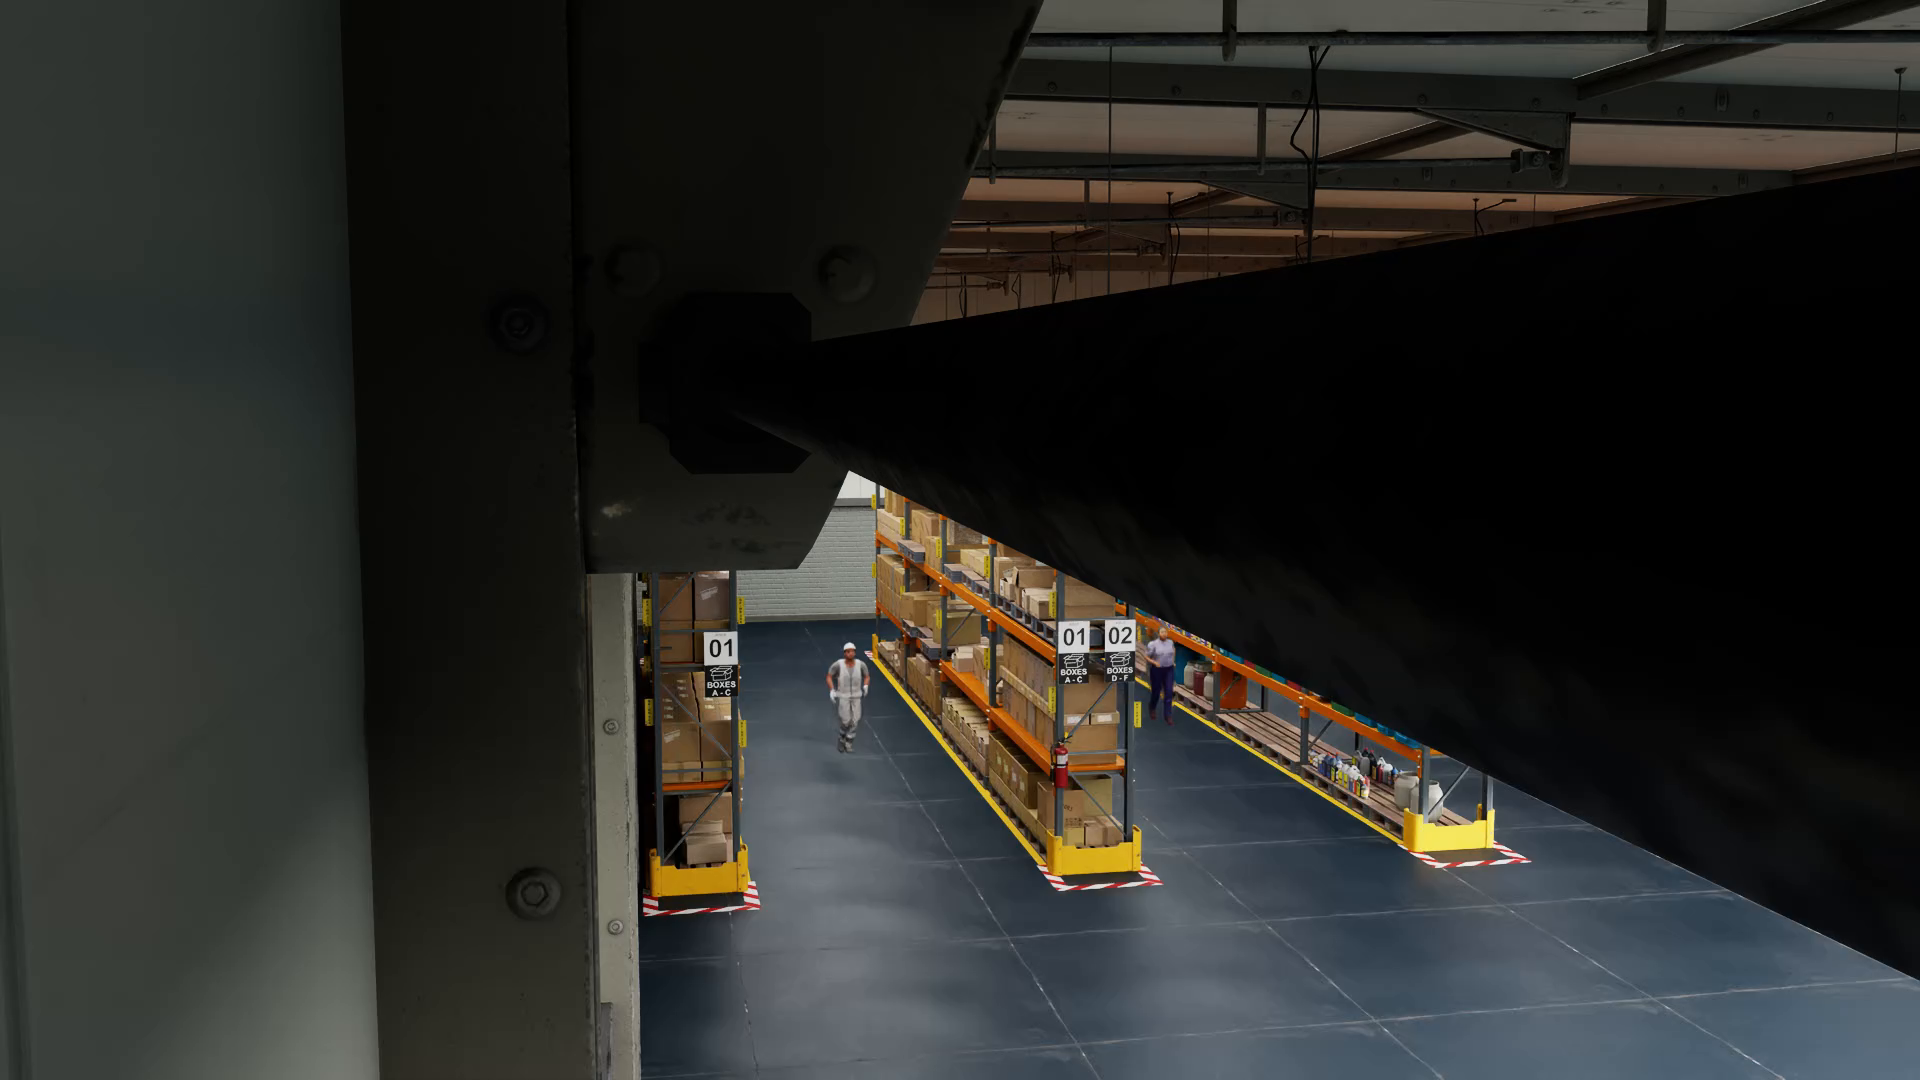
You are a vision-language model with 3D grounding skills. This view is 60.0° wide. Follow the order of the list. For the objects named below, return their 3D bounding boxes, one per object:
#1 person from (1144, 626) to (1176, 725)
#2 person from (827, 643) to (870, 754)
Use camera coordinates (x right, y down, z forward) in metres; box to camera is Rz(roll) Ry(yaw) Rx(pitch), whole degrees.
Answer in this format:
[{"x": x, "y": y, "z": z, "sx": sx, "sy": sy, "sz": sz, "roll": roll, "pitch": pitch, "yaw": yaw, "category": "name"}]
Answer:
[{"x": 3.465, "y": 2.301, "z": 28.550, "sx": 0.614, "sy": 1.666, "sz": 0.834, "roll": -1, "pitch": 6, "yaw": -11, "category": "person"}, {"x": -1.715, "y": 2.490, "z": 26.096, "sx": 0.668, "sy": 1.768, "sz": 0.551, "roll": -2, "pitch": 6, "yaw": -18, "category": "person"}]
